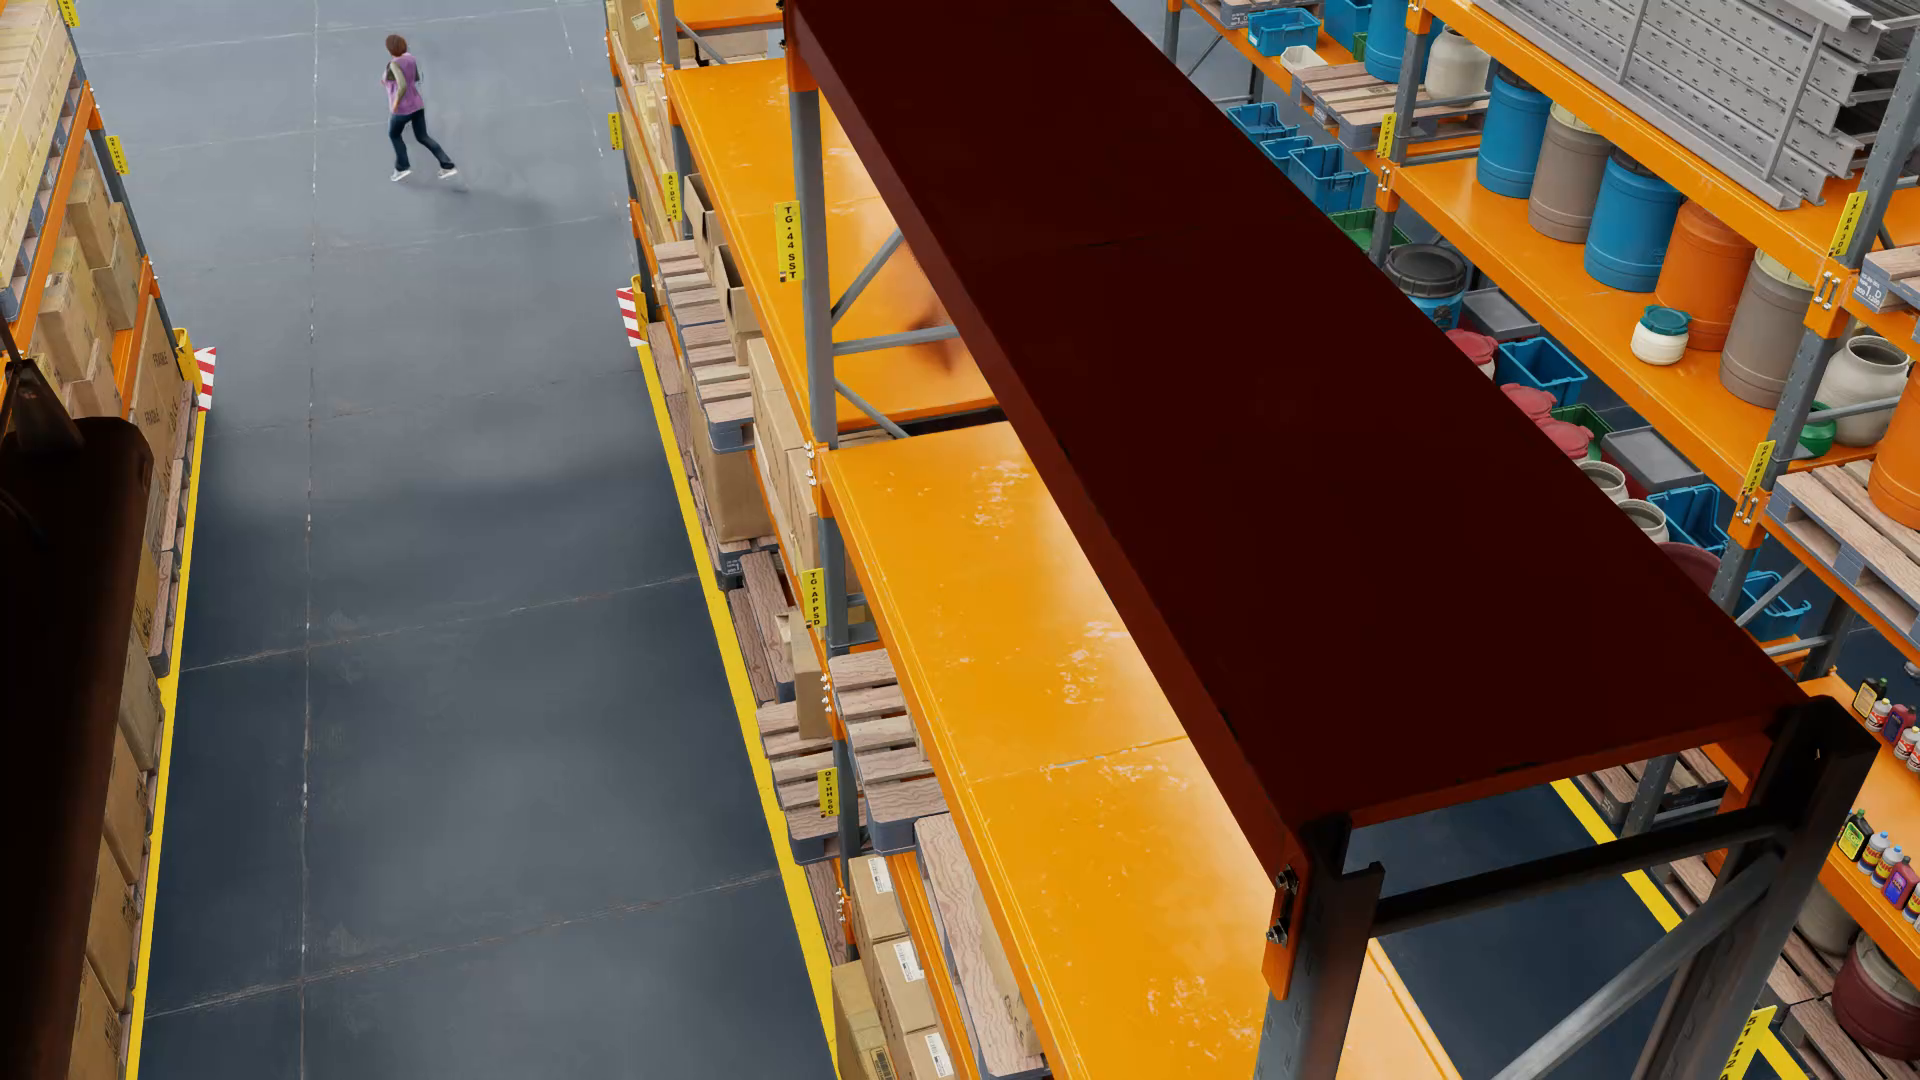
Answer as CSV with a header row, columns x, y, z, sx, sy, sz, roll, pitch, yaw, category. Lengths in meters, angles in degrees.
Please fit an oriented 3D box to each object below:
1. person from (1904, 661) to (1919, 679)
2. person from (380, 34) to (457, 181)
x,y,z,sx,sy,sz,roll,pitch,yaw,category
6.923,0.457,10.853,0.660,1.753,0.969,-15,41,-18,person
-5.657,-4.406,17.106,0.806,1.625,0.545,16,41,20,person
